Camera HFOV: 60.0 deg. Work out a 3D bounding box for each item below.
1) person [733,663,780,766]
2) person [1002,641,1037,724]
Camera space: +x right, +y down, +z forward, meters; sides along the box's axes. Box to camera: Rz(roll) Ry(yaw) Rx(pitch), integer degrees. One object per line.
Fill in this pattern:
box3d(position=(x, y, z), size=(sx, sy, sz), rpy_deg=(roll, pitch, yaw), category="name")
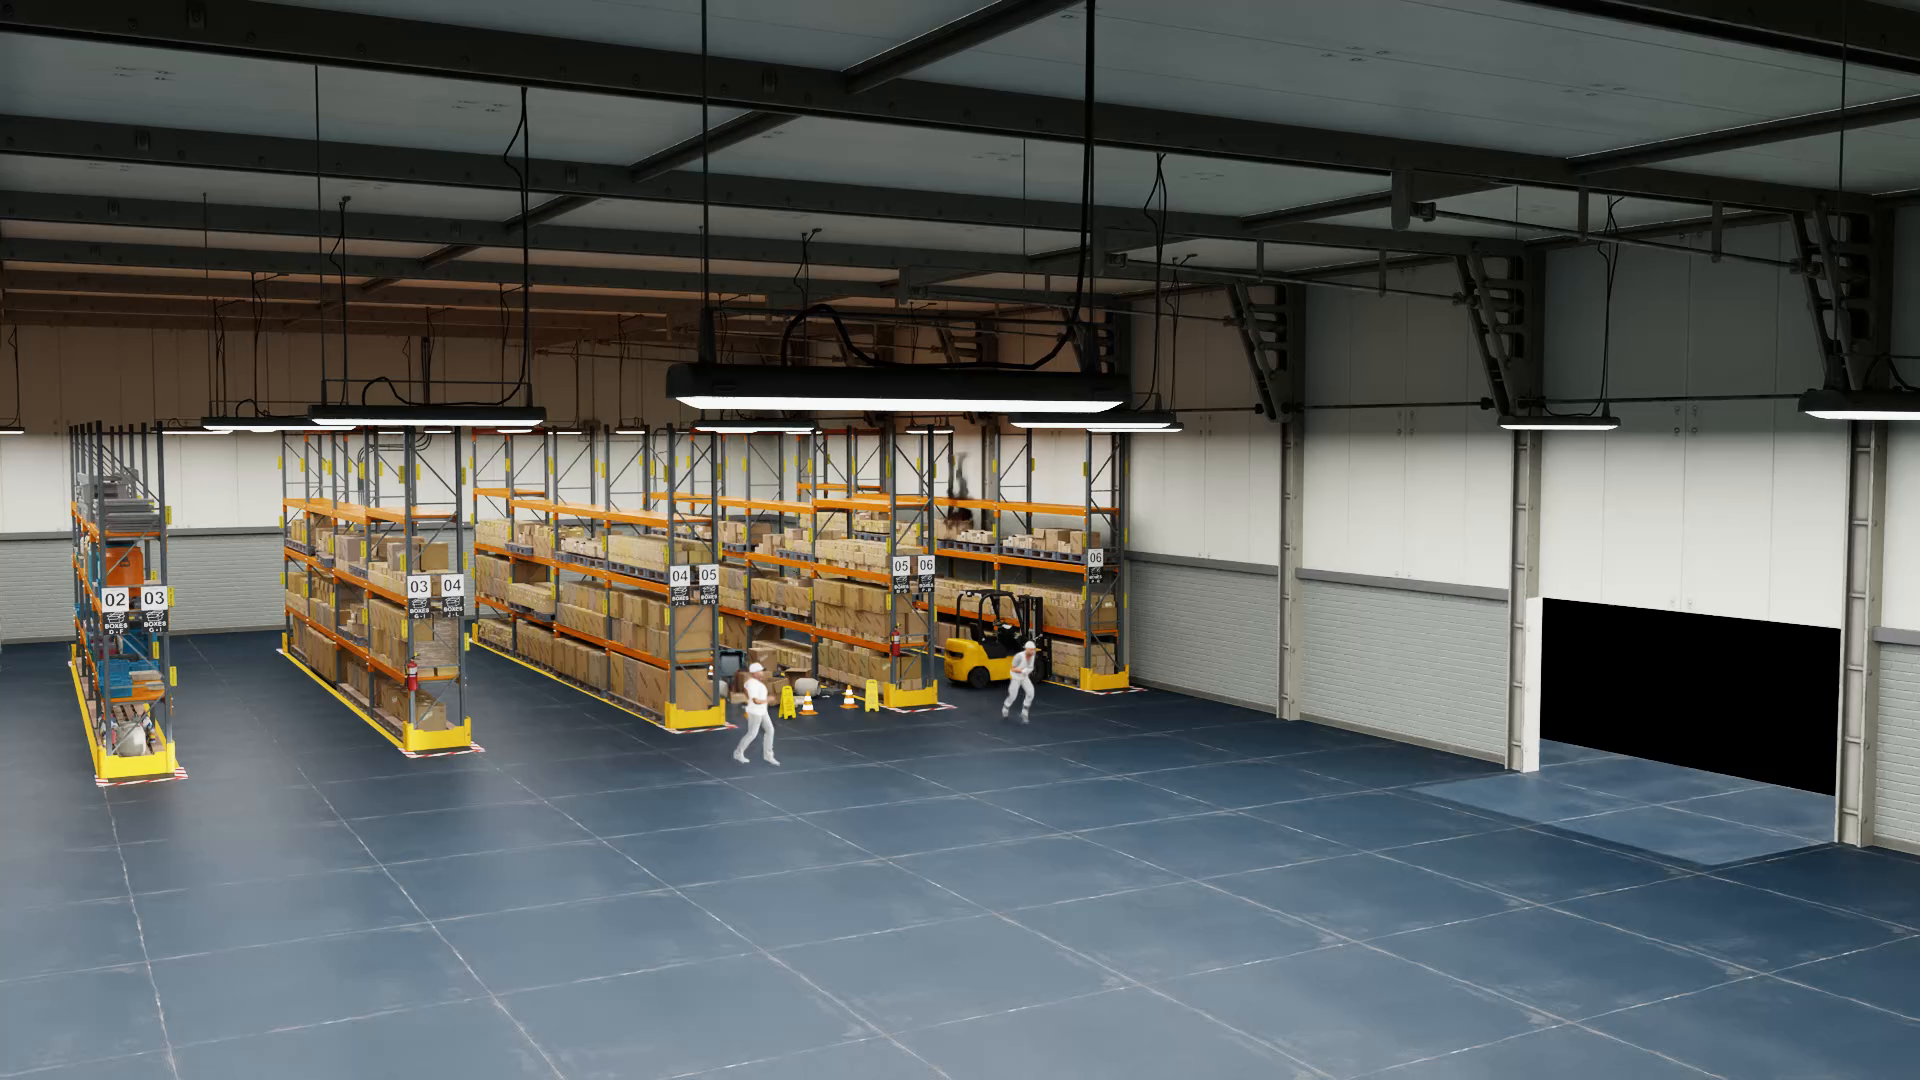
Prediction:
box3d(position=(-3.558, 3.044, 28.930), size=(0.798, 1.820, 0.681), rpy_deg=(0, 4, 6), category="person")
box3d(position=(1.202, 2.848, 33.413), size=(0.676, 1.709, 1.008), rpy_deg=(-3, 4, -37), category="person")
